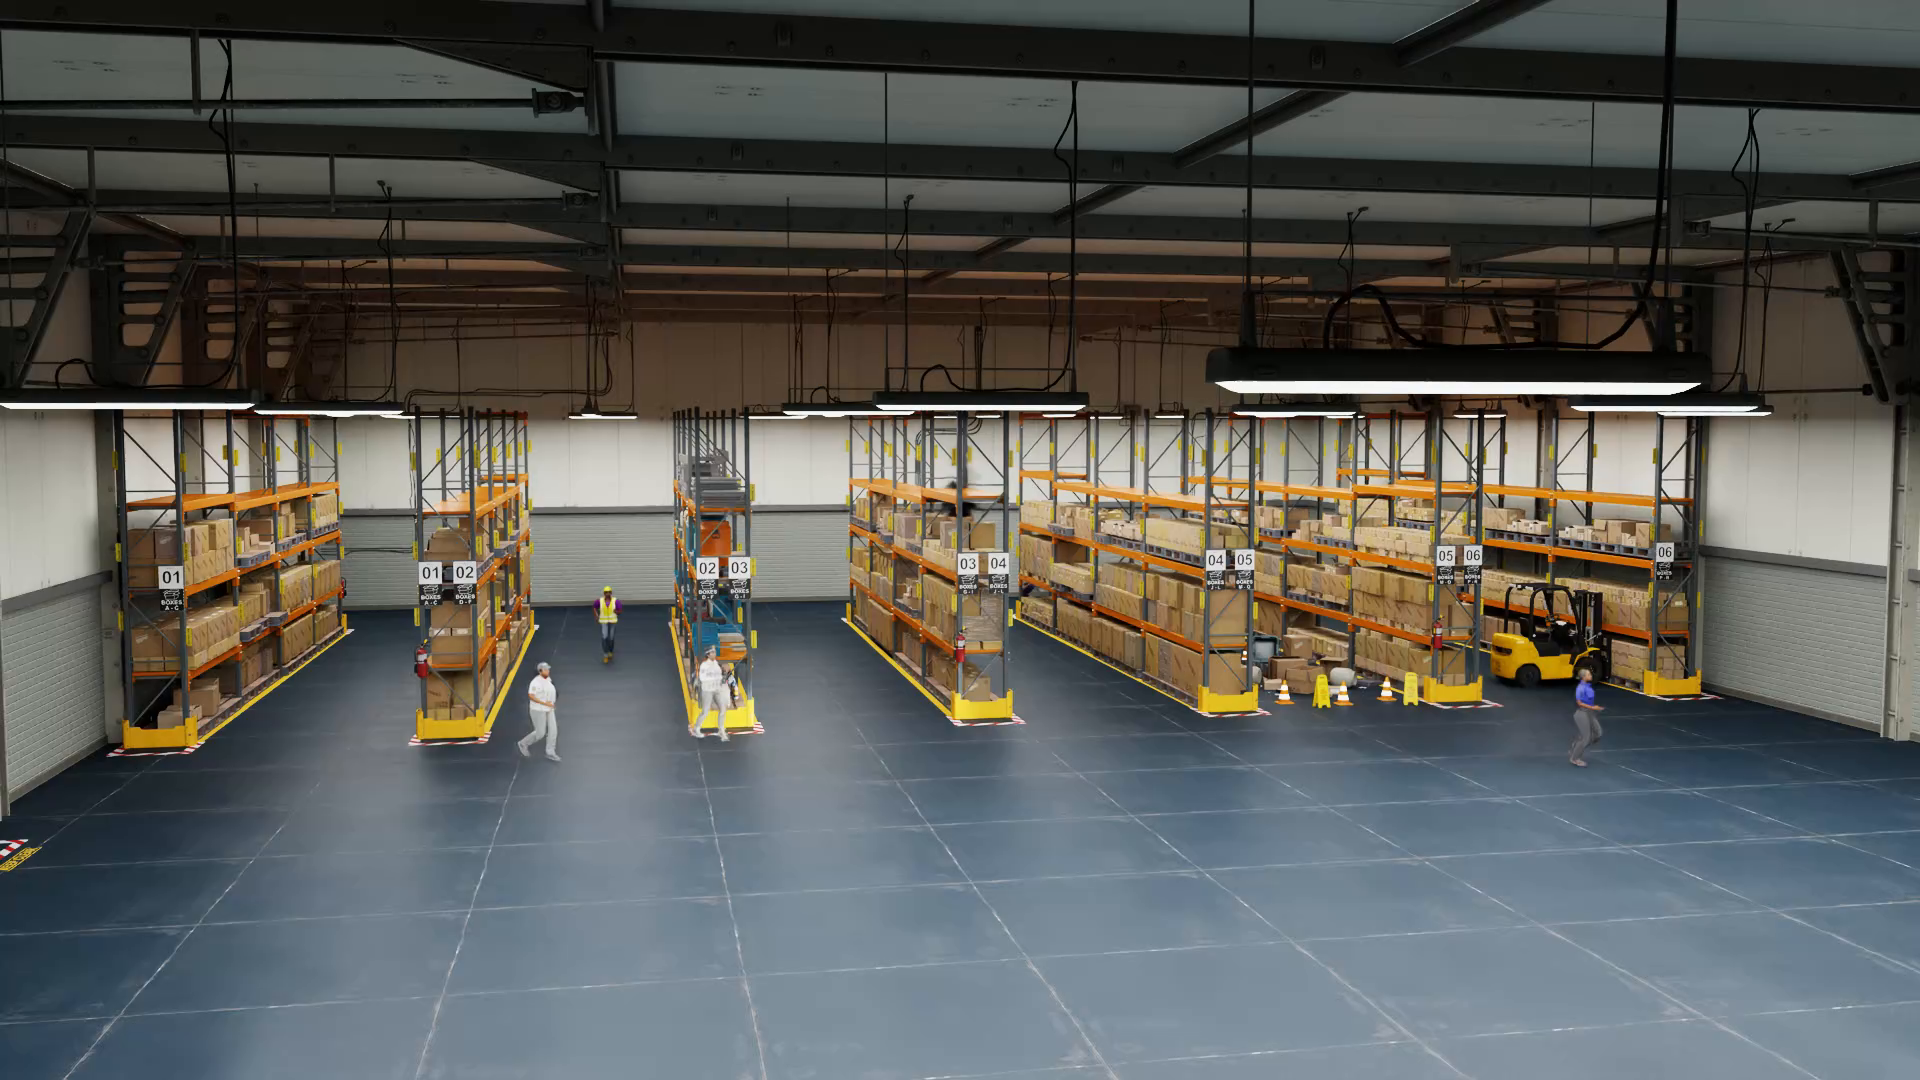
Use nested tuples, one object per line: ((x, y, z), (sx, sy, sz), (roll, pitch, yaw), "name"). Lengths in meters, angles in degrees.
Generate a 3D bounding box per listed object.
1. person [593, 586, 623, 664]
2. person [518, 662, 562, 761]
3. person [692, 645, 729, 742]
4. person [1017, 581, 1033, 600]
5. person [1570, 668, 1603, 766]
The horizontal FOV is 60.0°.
((-8.406, 2.013, 39.739), (0.676, 1.818, 0.738), (-1, 4, -16), "person")
((-7.107, 2.901, 28.195), (0.764, 1.668, 0.630), (2, 4, 20), "person")
((-4.491, 2.759, 29.858), (0.690, 1.765, 0.609), (2, 5, 31), "person")
((1.964, 1.398, 49.879), (0.484, 1.584, 0.653), (0, 4, -1), "person")
((10.435, 2.945, 27.657), (0.537, 1.624, 0.624), (3, 5, 36), "person")
